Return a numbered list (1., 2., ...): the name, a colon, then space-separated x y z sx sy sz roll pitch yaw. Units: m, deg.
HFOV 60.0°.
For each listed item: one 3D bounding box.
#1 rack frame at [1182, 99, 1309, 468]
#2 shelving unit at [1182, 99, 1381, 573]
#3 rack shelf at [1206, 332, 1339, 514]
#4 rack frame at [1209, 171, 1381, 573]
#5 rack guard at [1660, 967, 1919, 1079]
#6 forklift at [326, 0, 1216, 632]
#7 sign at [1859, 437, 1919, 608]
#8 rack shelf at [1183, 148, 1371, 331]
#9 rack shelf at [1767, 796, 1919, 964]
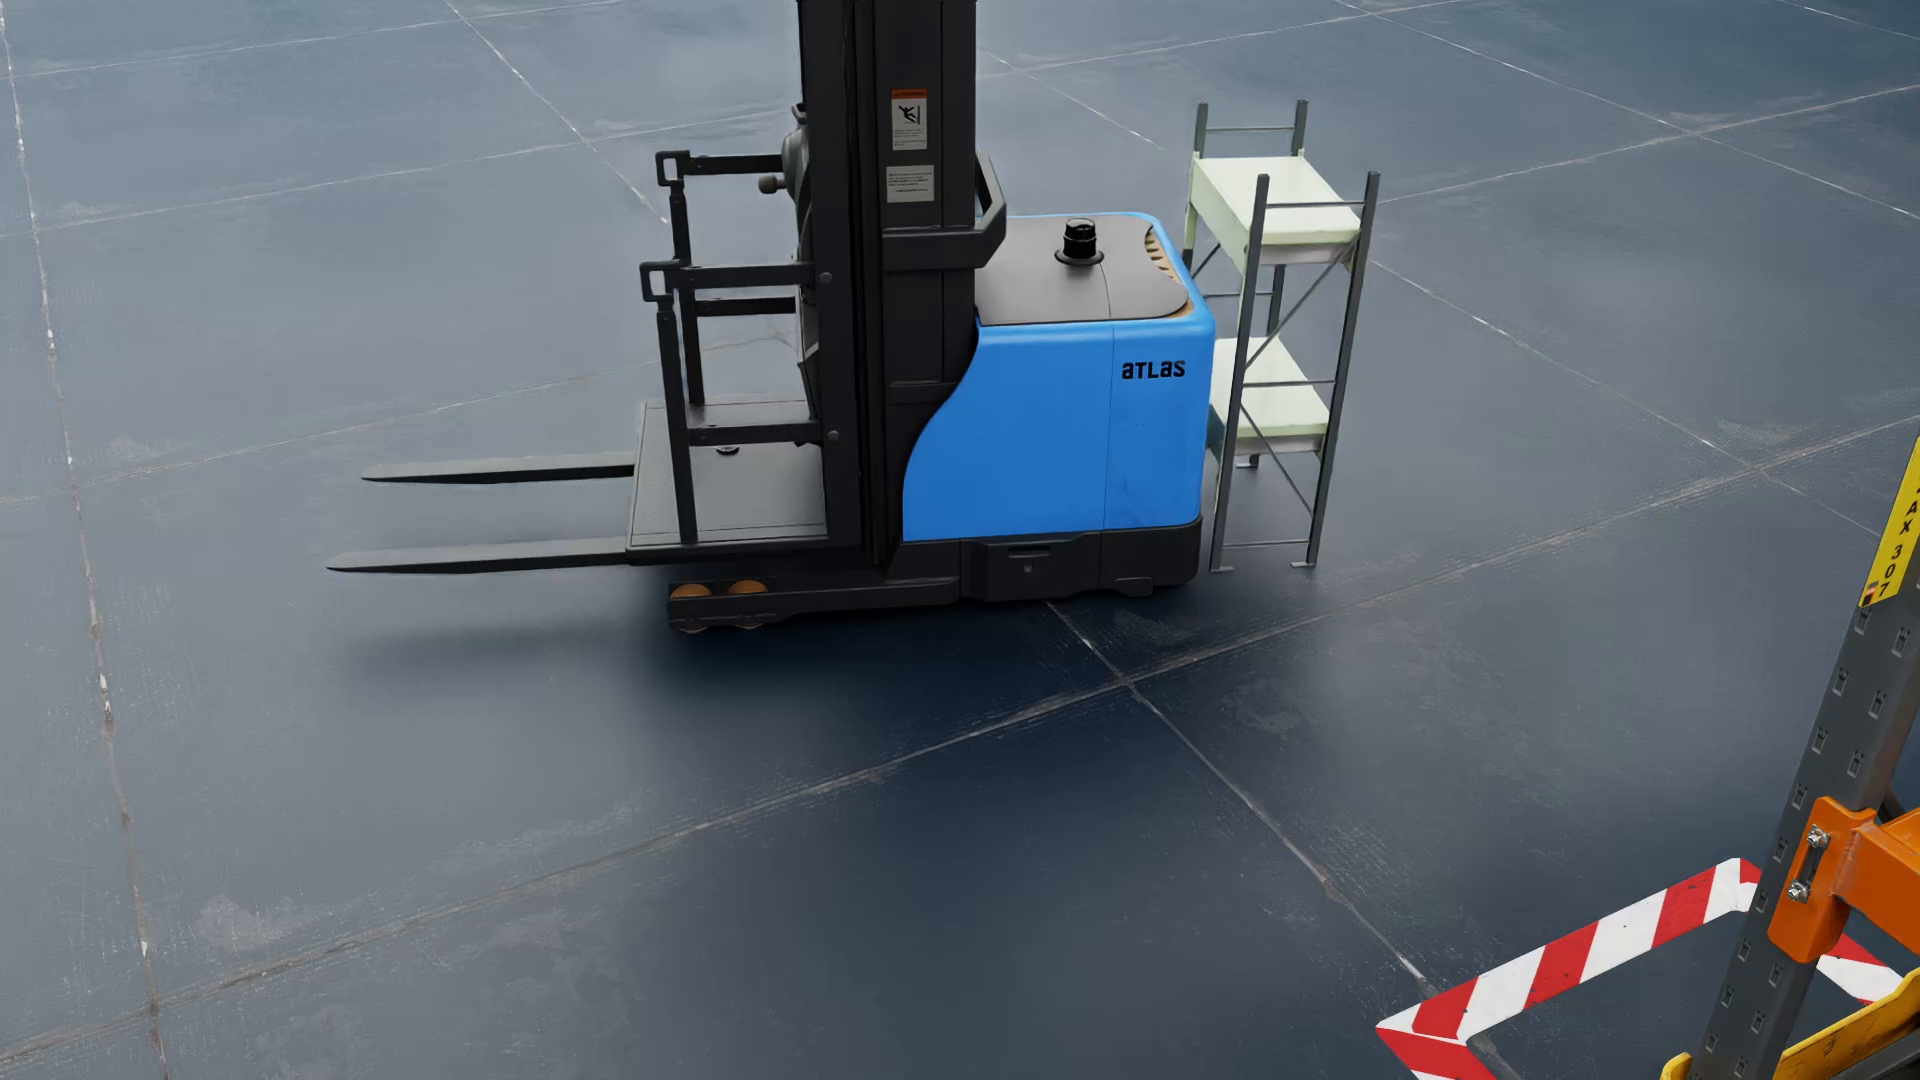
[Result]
1. rack frame: 1.021 -0.922 6.288 0.400 1.500 0.023 -3 33 -7
2. shelving unit: 1.072 -0.726 5.983 0.431 1.500 0.755 -3 33 -7
3. rack shelf: 1.065 -0.451 6.158 0.431 0.370 0.720 -3 33 -7
4. rack frame: 1.123 -0.530 5.678 0.400 1.500 0.023 -3 33 -7
5. rack guard: 2.069 1.281 3.787 1.175 0.500 0.348 -16 36 -23
6. forklift: -0.699 -1.216 5.431 3.031 2.935 1.130 -3 33 -5
7. sign: 1.553 -0.036 2.723 0.100 0.325 0.005 -16 36 -23
8. rack shelf: 1.082 -1.055 5.774 0.431 0.370 0.720 -3 33 -7
9. rack shelf: 2.966 1.449 1.874 1.077 0.370 4.000 -16 36 -23
